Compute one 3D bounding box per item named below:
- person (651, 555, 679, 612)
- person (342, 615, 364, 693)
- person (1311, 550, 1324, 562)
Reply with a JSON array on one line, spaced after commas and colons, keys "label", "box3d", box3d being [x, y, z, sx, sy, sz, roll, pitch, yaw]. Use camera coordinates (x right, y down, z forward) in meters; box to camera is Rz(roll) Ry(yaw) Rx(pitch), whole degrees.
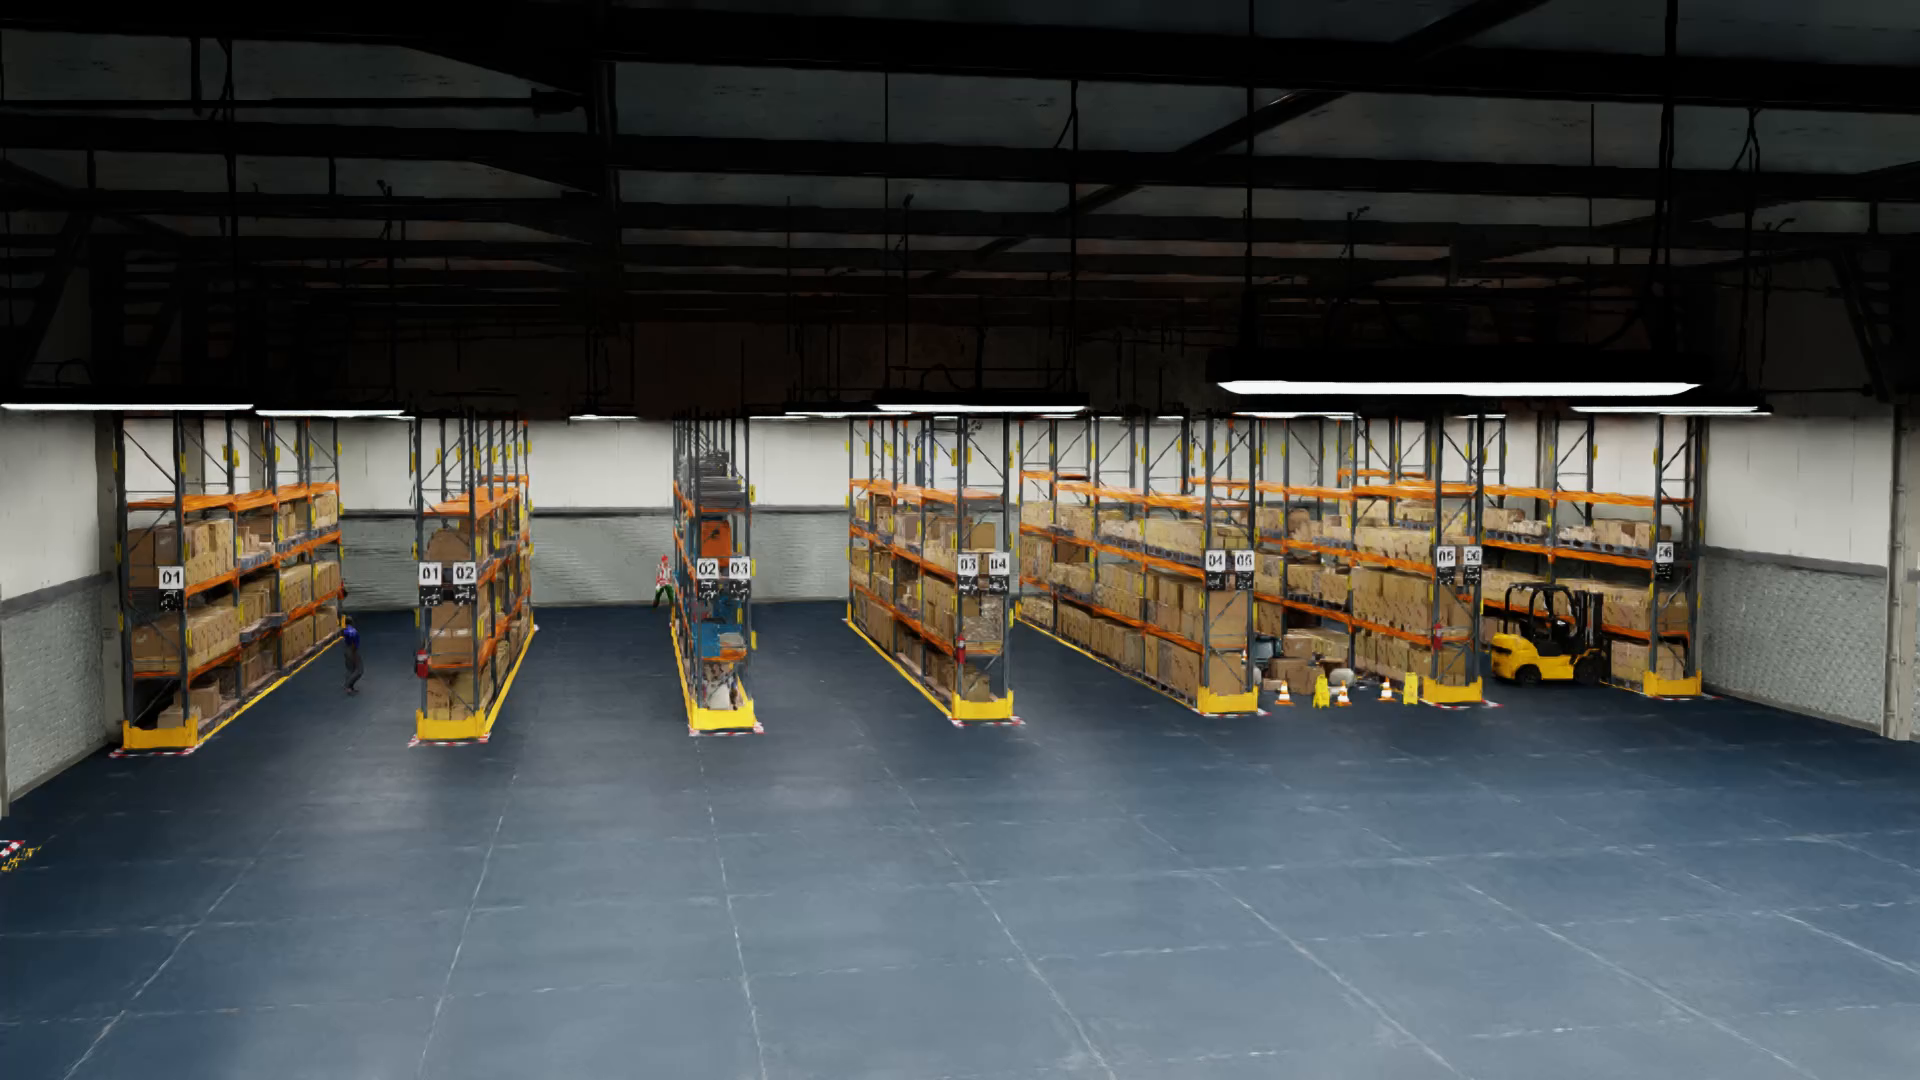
[{"label": "person", "box3d": [-8.809, 1.329, 49.504, 0.581, 1.761, 0.947, -3, 5, -37]}, {"label": "person", "box3d": [-12.818, 2.415, 34.976, 0.423, 1.644, 0.508, -3, 5, -40]}, {"label": "person", "box3d": [11.248, 1.129, 52.383, 0.708, 1.762, 0.585, -3, 5, -39]}]
